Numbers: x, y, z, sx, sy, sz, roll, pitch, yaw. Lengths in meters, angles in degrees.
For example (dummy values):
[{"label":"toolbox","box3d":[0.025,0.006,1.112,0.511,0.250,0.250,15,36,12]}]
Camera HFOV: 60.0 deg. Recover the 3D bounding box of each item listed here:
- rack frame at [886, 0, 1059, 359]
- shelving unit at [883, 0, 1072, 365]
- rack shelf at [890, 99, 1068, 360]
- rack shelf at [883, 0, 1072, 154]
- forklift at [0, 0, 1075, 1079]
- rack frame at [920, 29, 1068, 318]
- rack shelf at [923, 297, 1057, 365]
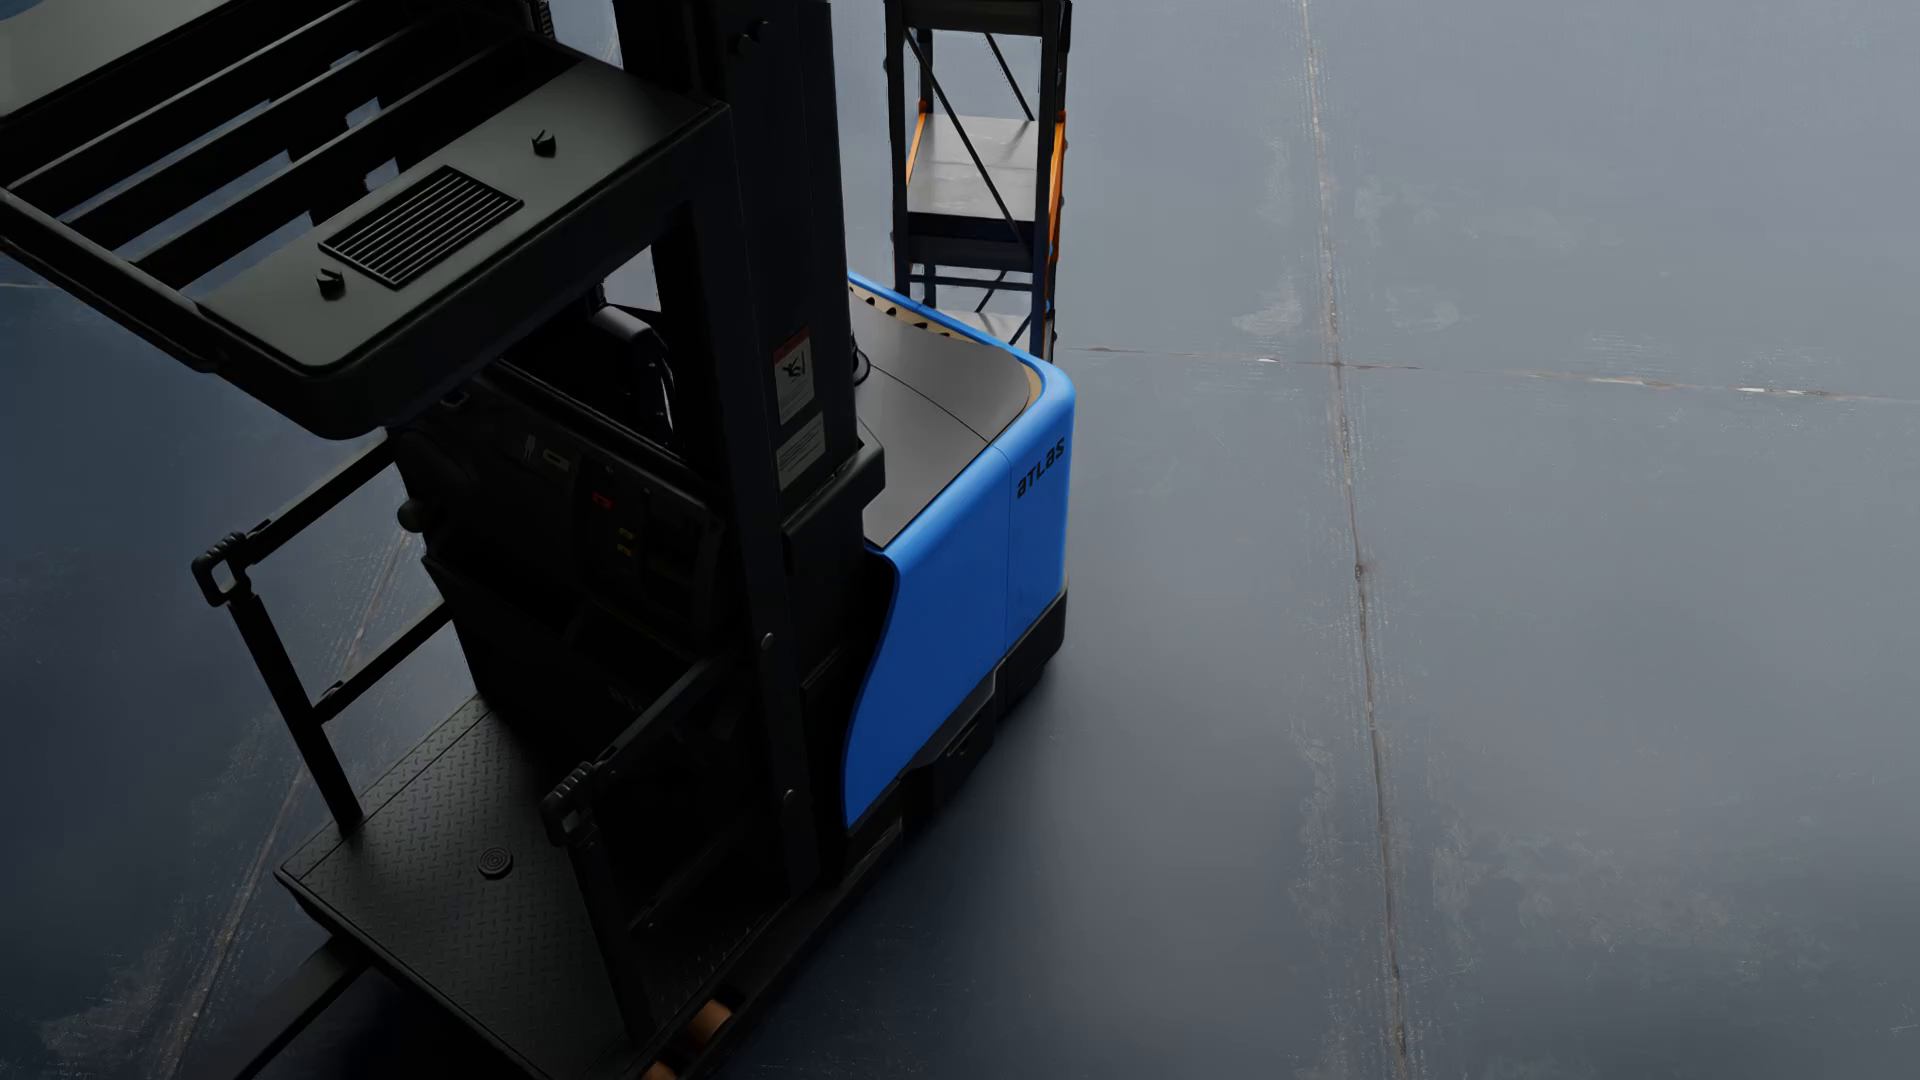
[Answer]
[{"label":"rack frame","box3d":[0.028,-0.685,4.453,0.400,2.100,0.015,5,48,5]},{"label":"shelving unit","box3d":[0.059,-0.863,4.616,0.431,2.100,0.503,5,48,5]},{"label":"rack shelf","box3d":[0.059,-0.854,4.627,0.431,0.518,0.480,5,48,5]},{"label":"rack shelf","box3d":[0.059,-1.326,4.110,0.431,0.518,0.480,5,48,5]},{"label":"forklift","box3d":[-0.960,-0.002,3.265,1.130,2.935,3.031,28,53,23]},{"label":"rack frame","box3d":[0.090,-1.042,4.780,0.400,2.100,0.015,5,48,5]},{"label":"rack shelf","box3d":[0.059,-0.381,5.143,0.431,0.518,0.480,5,48,5]}]
